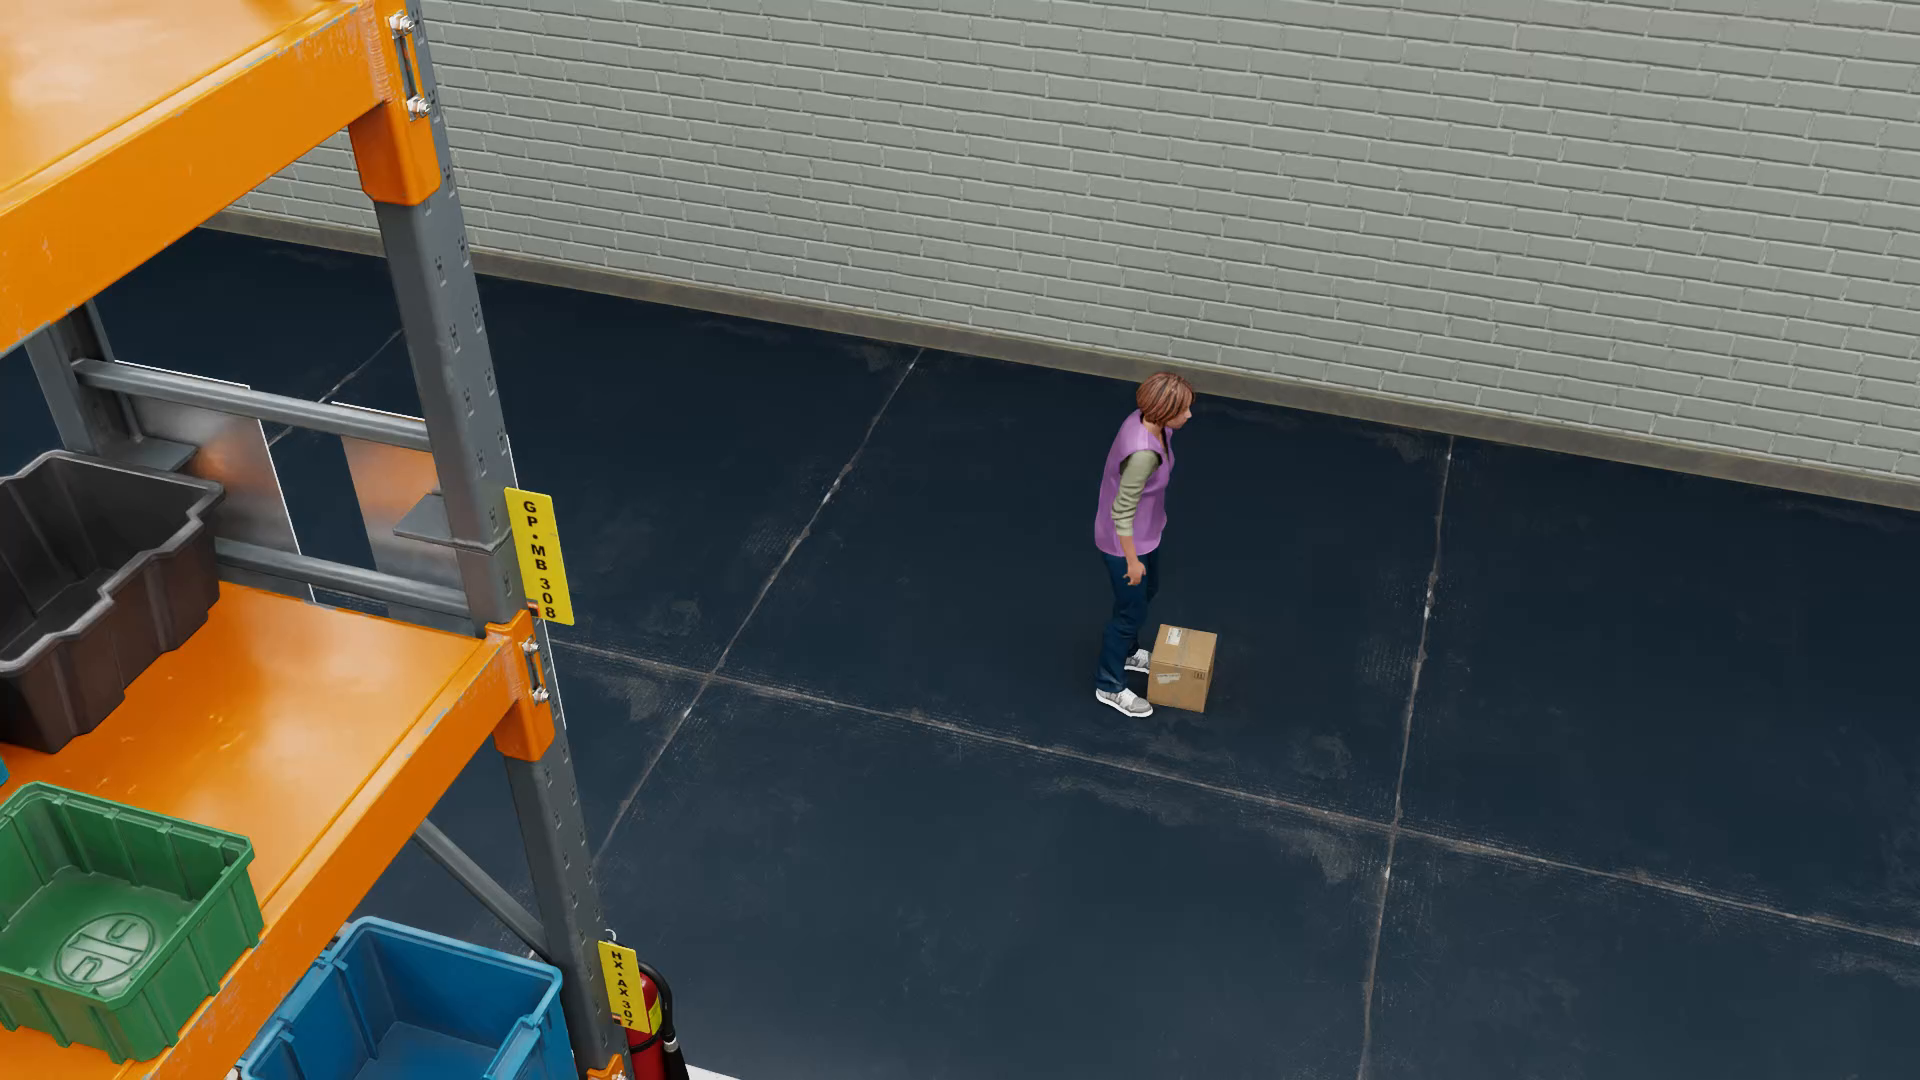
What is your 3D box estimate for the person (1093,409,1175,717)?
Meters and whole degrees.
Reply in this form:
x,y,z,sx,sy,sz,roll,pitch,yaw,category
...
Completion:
x,y,z,sx,sy,sz,roll,pitch,yaw,category
0.730,0.069,6.973,0.334,1.393,0.467,11,39,13,person
